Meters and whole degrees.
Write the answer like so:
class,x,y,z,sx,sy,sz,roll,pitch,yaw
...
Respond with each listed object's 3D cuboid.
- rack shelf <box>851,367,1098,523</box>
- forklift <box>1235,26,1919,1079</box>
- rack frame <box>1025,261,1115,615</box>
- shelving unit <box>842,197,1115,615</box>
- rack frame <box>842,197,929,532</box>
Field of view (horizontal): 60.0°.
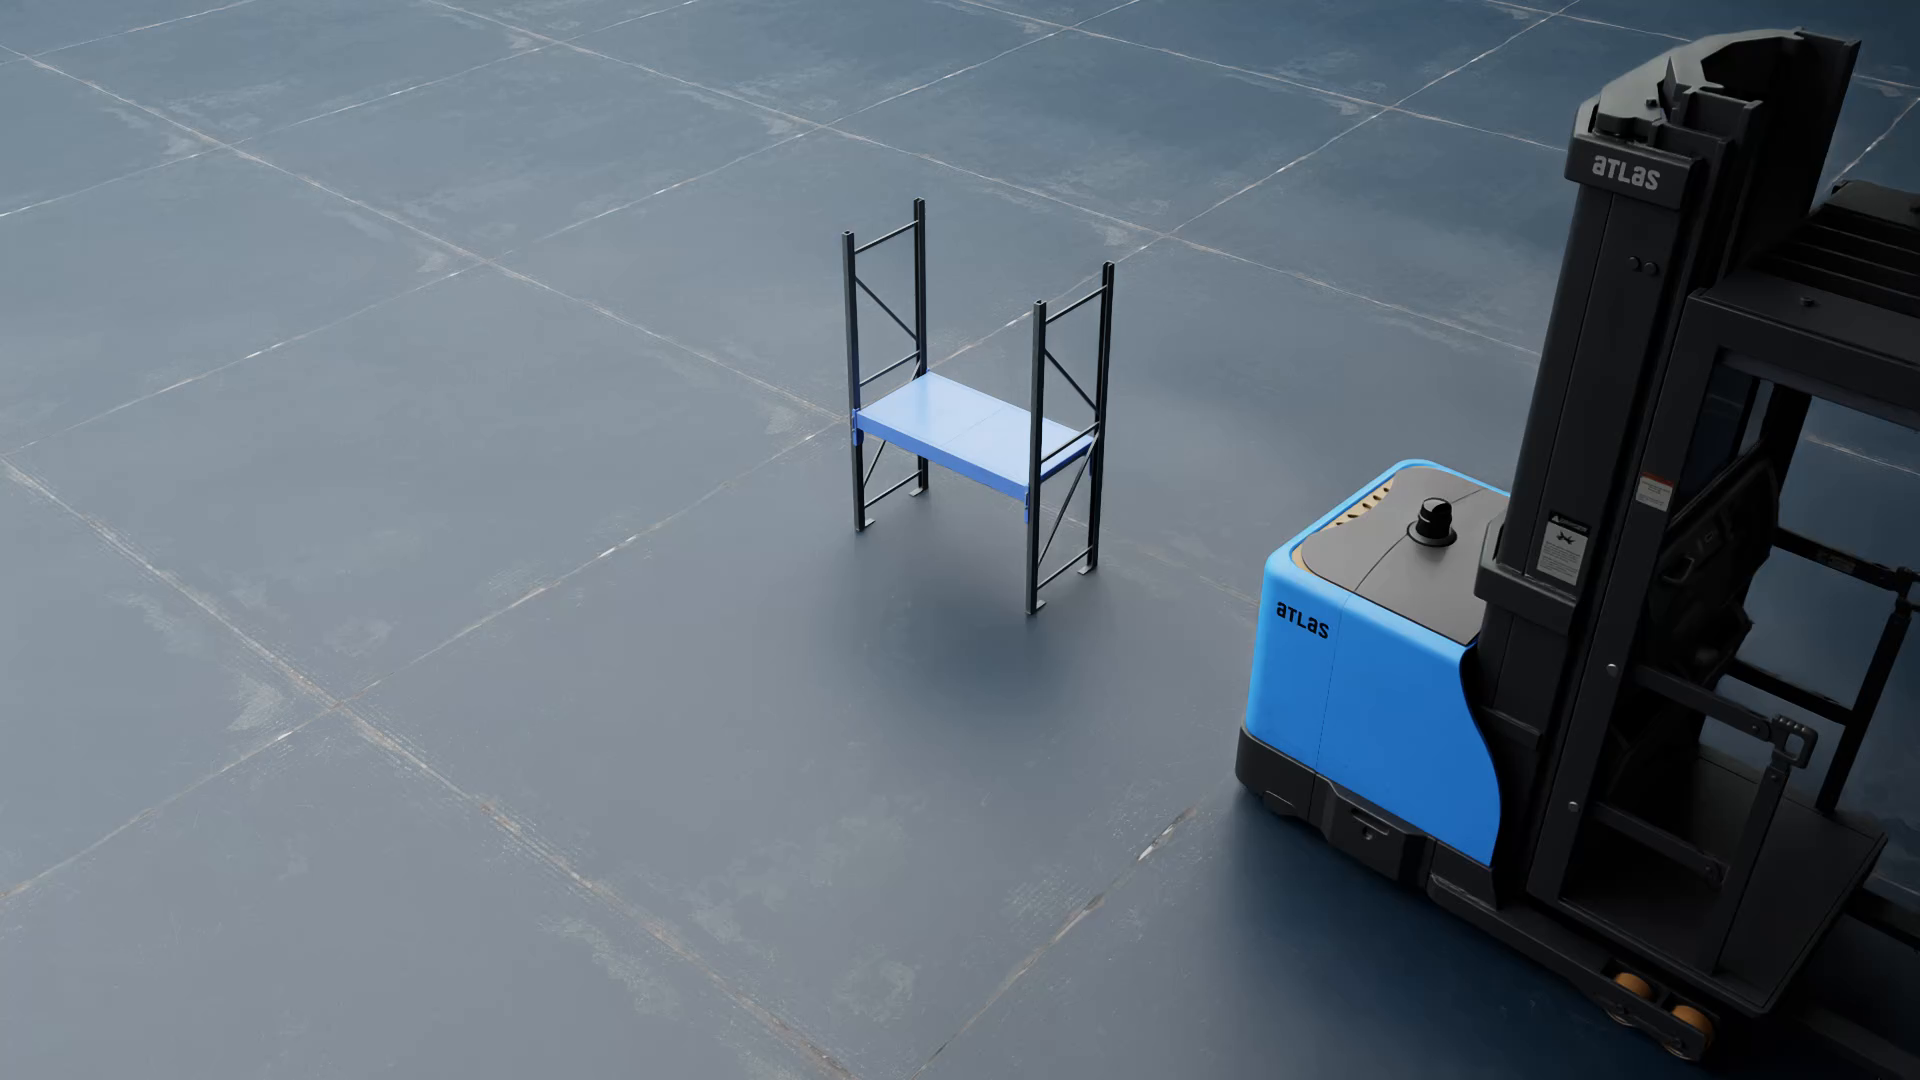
class,x,y,z,sx,sy,sz,roll,pitch,yaw
rack shelf,0.066,-0.439,7.382,1.000,0.185,0.538,25,42,32
forklift,2.462,0.117,4.991,3.031,2.935,1.130,28,43,35
rack frame,0.456,-0.403,7.012,0.032,1.500,0.500,25,42,32
shelving unit,0.066,-0.587,7.280,1.048,1.500,0.538,25,42,32
rack frame,-0.325,-0.771,7.549,0.032,1.500,0.500,25,42,32
